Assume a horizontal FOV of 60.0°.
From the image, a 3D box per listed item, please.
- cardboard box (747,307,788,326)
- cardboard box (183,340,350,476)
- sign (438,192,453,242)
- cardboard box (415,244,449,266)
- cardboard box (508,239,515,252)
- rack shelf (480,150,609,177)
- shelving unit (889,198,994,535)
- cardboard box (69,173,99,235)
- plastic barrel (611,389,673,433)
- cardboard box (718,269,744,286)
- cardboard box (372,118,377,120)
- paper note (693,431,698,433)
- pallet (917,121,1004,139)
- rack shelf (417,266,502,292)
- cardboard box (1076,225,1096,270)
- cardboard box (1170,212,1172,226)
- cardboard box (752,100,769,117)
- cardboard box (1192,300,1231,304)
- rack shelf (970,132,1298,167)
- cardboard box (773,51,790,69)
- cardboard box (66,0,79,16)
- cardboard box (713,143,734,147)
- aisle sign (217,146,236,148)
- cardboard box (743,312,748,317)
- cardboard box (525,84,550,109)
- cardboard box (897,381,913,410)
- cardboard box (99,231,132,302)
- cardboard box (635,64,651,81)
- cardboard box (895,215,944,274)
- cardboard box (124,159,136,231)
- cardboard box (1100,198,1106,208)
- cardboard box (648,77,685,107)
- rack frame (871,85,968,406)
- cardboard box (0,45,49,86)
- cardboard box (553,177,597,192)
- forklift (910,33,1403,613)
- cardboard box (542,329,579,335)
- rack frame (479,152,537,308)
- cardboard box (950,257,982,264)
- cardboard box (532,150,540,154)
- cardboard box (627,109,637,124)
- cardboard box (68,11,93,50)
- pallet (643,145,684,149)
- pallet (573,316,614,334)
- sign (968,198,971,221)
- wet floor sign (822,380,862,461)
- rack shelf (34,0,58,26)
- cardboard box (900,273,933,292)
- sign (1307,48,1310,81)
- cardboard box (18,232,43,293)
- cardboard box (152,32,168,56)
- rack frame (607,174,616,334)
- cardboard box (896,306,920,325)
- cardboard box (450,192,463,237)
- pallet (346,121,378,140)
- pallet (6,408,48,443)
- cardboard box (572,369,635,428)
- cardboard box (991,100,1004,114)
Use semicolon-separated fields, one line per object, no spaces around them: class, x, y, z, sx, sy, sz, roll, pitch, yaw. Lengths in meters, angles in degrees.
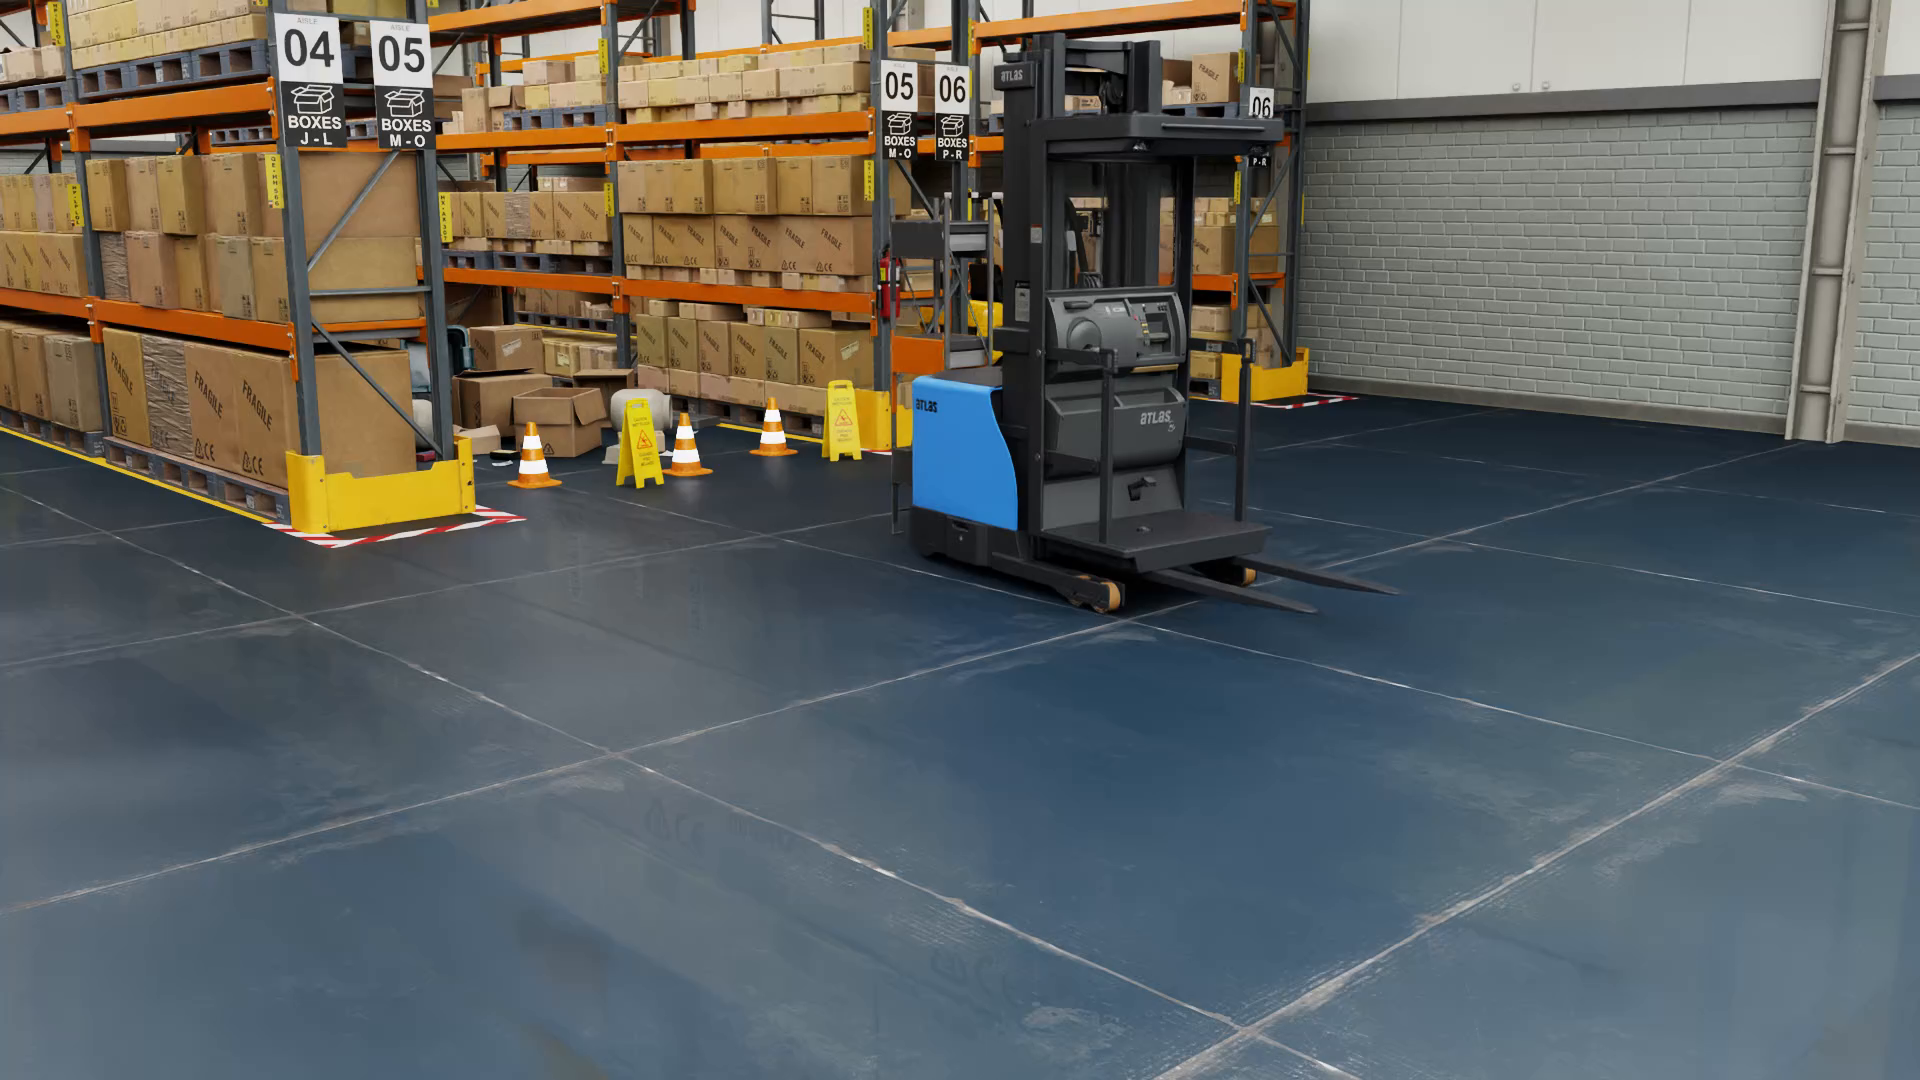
cardboard box;-1.728;-2.061;15.289;0.380;0.149;0.250;-10;15;-40
cardboard box;-4.967;-0.995;12.031;0.875;0.875;0.875;-11;16;-43
sign;-3.437;-2.151;11.078;0.100;0.325;0.005;-11;16;-43
cardboard box;-6.394;-3.448;20.086;0.500;0.250;0.500;11;16;43
cardboard box;-4.819;-3.298;18.567;0.380;0.149;0.250;-10;15;-40
rack shelf;-6.413;-6.169;27.269;1.077;0.370;4.000;-11;16;-43
shelving unit;-0.114;-1.053;10.317;0.431;2.100;0.503;-11;16;-43
cardboard box;-6.952;-2.806;13.872;0.700;0.500;0.500;-11;16;-44
plastic barrel;-2.853;-1.145;14.921;0.512;0.421;0.421;-1;12;-4
cardboard box;-2.038;-2.466;15.568;0.380;0.149;0.250;-11;16;-43
cardboard box;-6.678;-5.326;20.106;0.500;0.500;0.700;11;16;42
paper note;-2.472;-0.983;15.107;0.148;0.019;0.142;6;13;26
pallet;-0.125;-5.095;20.748;1.217;0.209;0.805;11;16;43
rack shelf;-7.238;-3.424;21.378;1.077;0.370;4.000;-11;16;-43
cardboard box;1.665;-3.317;18.828;0.500;0.500;0.500;-11;16;-42
cardboard box;2.481;-3.467;17.948;0.380;0.149;0.250;-11;16;-42
cardboard box;-1.645;-3.866;14.934;0.250;0.149;0.380;11;16;44
cardboard box;2.713;-2.526;18.536;0.500;0.250;0.500;-11;16;-42
rack shelf;1.874;-4.417;18.768;1.077;0.370;4.000;-11;16;-43
cardboard box;-1.420;-4.220;14.673;0.380;0.149;0.250;-11;16;-43
cardboard box;-6.599;-4.087;12.737;0.380;0.149;0.250;-11;16;-42
cardboard box;-3.147;-5.686;23.516;0.500;0.250;0.500;-11;16;-42
aisle sign;-11.207;-5.979;25.554;0.394;0.787;0.004;-11;16;-43
cardboard box;-2.139;-2.004;16.618;0.500;0.500;0.500;-11;16;-42
cardboard box;-4.299;-4.716;17.765;0.500;0.250;0.500;-11;16;-42
cardboard box;-0.689;-1.332;15.215;0.500;0.250;0.500;-11;16;-43
cardboard box;-6.341;-2.217;13.367;0.875;0.550;0.550;-11;16;-43
cardboard box;-2.912;-4.512;16.089;0.380;0.149;0.250;-10;15;-41
cardboard box;-0.458;-2.619;14.705;0.500;0.500;0.500;-11;16;-43
cardboard box;-5.911;-2.675;12.916;0.875;0.550;0.550;-11;16;-43
cardboard box;1.792;-3.767;18.670;0.380;0.149;0.250;-11;16;-42
cardboard box;-2.625;-4.265;15.882;0.500;0.250;0.500;-11;16;-43
rack frame;-0.332;-2.316;14.222;1.000;3.000;0.127;-11;16;-43
cardboard box;-7.974;-4.101;14.382;0.500;0.311;0.500;11;16;43
cardboard box;-4.062;-3.753;17.561;0.250;0.149;0.380;11;16;43
forklift;0.983;-1.169;8.821;1.130;2.935;3.031;-9;14;-36
cardboard box;-4.958;-2.212;19.187;0.950;0.372;0.625;-11;16;-44
rack frame;-7.794;-5.344;28.916;1.000;3.000;0.127;-11;16;-43
cardboard box;-0.044;-3.556;20.610;0.500;0.250;0.500;-10;16;-41
cardboard box;-6.753;-6.374;27.103;0.380;0.149;0.250;-11;16;-42
cardboard box;-3.056;-4.166;16.387;0.380;0.149;0.250;-11;16;-43
cardboard box;-6.469;-3.881;12.730;0.500;0.250;0.500;-11;16;-42
pallet;-3.913;-5.881;24.556;1.213;0.211;1.003;-11;16;-43
pallet;-5.505;-3.495;26.851;1.003;0.211;1.213;-11;16;-43
sign;0.060;-2.816;14.501;0.100;0.325;0.005;-11;16;-43
wet floor sign;-0.975;-0.987;13.601;0.267;0.644;0.232;-5;13;-23
rack shelf;-7.986;-4.878;14.560;1.077;0.370;4.000;-11;16;-43
cardboard box;-0.417;-2.272;14.628;0.380;0.149;0.250;-11;16;-42
sign;3.661;-5.021;17.554;0.100;0.325;0.005;-11;16;-43
cardboard box;-7.856;-2.431;14.530;0.500;0.500;0.500;-11;16;-42
cardboard box;-5.370;-3.437;11.559;0.380;0.149;0.250;-11;16;-42
rack frame;-5.031;-4.760;26.082;1.000;3.000;0.127;-11;16;-43
cardboard box;-0.406;-2.824;21.529;0.875;0.625;0.625;-11;16;-43
cardboard box;-5.713;-3.786;19.331;0.500;0.500;0.500;11;16;44
pallet;-7.114;-5.110;20.815;1.003;0.211;1.213;-10;15;-40
pallet;-8.039;-1.110;15.277;1.003;0.211;1.213;-11;16;-43
cardboard box;-3.338;-1.331;15.628;0.500;0.500;0.500;-1;12;-4
cardboard box;0.583;-5.085;19.562;0.380;0.149;0.250;-10;16;-41
